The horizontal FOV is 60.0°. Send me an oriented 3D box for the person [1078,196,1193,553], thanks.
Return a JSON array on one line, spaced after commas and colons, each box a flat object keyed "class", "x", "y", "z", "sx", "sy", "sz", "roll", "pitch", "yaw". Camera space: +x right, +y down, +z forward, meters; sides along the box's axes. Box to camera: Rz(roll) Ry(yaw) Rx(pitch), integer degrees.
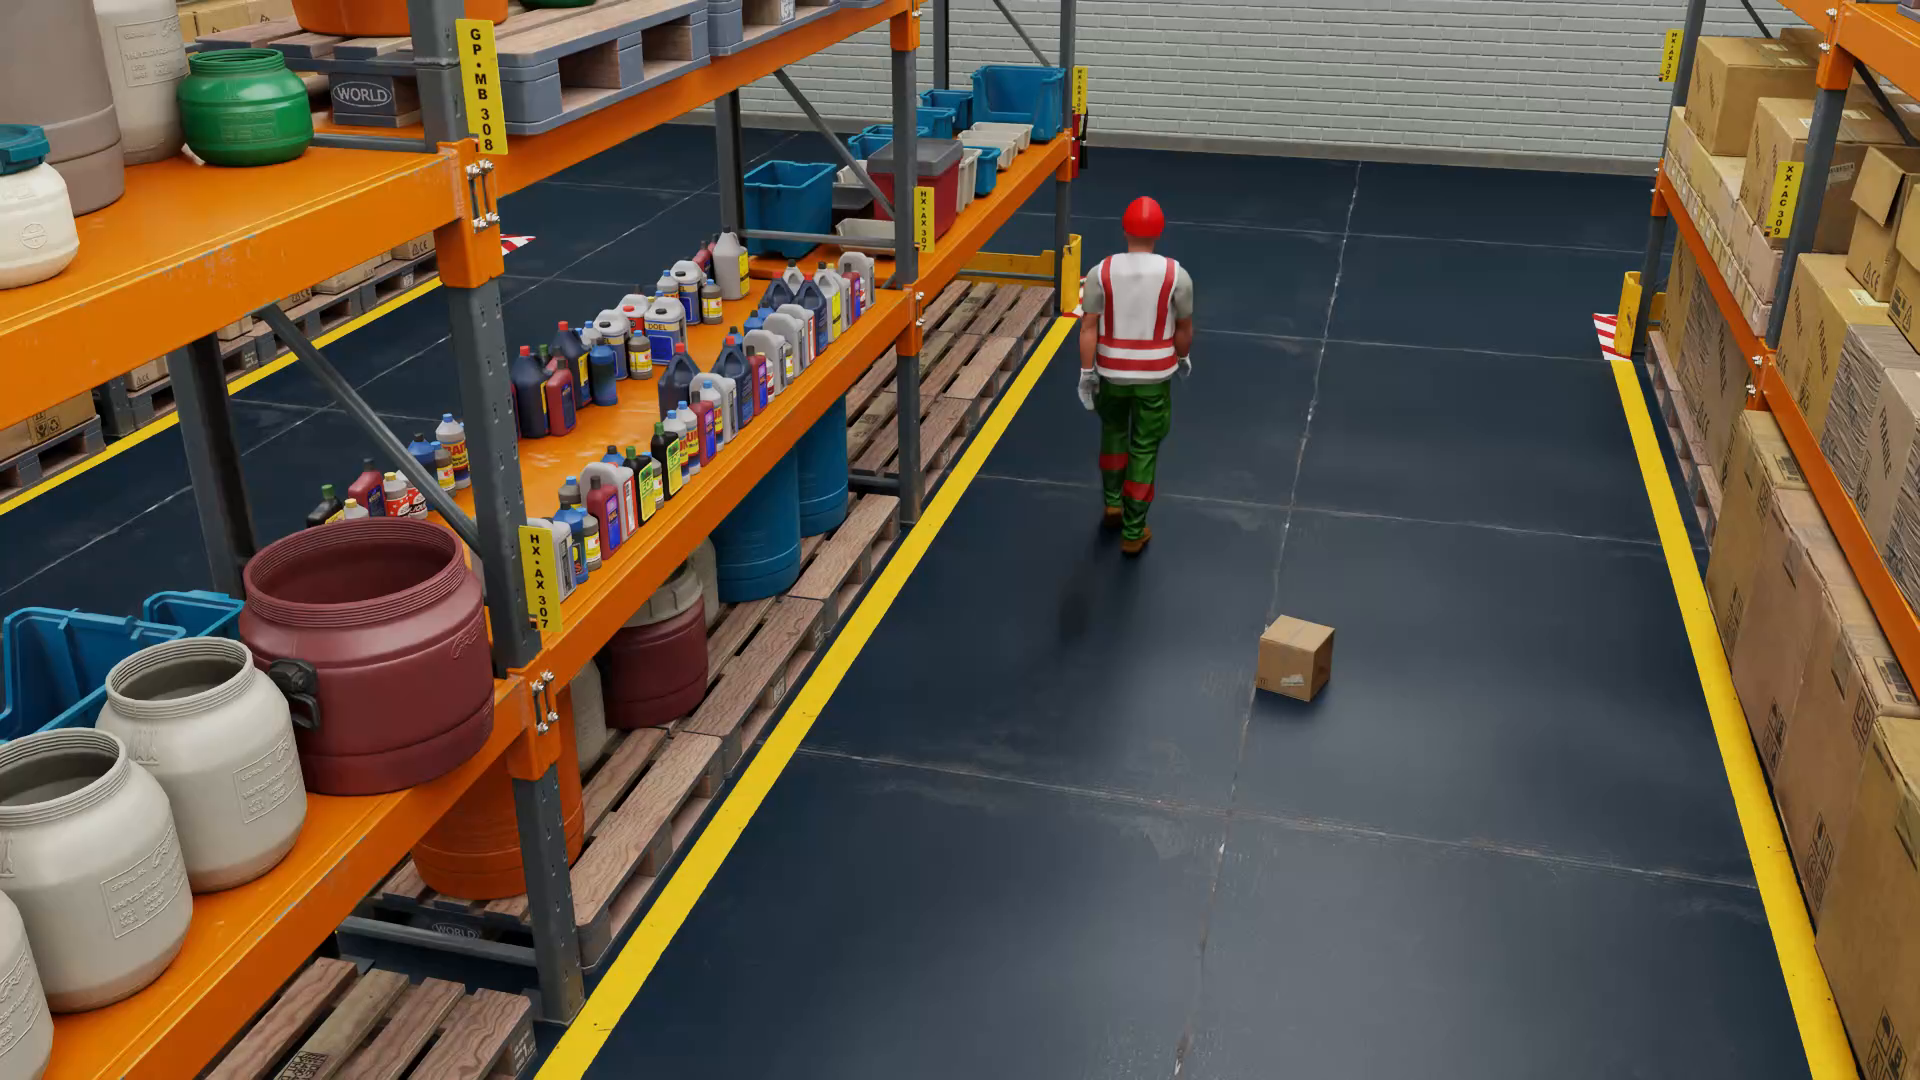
[{"class": "person", "x": 0.882, "y": -0.820, "z": 8.358, "sx": 0.538, "sy": 1.847, "sz": 0.590, "roll": 6, "pitch": 26, "yaw": 13}]
